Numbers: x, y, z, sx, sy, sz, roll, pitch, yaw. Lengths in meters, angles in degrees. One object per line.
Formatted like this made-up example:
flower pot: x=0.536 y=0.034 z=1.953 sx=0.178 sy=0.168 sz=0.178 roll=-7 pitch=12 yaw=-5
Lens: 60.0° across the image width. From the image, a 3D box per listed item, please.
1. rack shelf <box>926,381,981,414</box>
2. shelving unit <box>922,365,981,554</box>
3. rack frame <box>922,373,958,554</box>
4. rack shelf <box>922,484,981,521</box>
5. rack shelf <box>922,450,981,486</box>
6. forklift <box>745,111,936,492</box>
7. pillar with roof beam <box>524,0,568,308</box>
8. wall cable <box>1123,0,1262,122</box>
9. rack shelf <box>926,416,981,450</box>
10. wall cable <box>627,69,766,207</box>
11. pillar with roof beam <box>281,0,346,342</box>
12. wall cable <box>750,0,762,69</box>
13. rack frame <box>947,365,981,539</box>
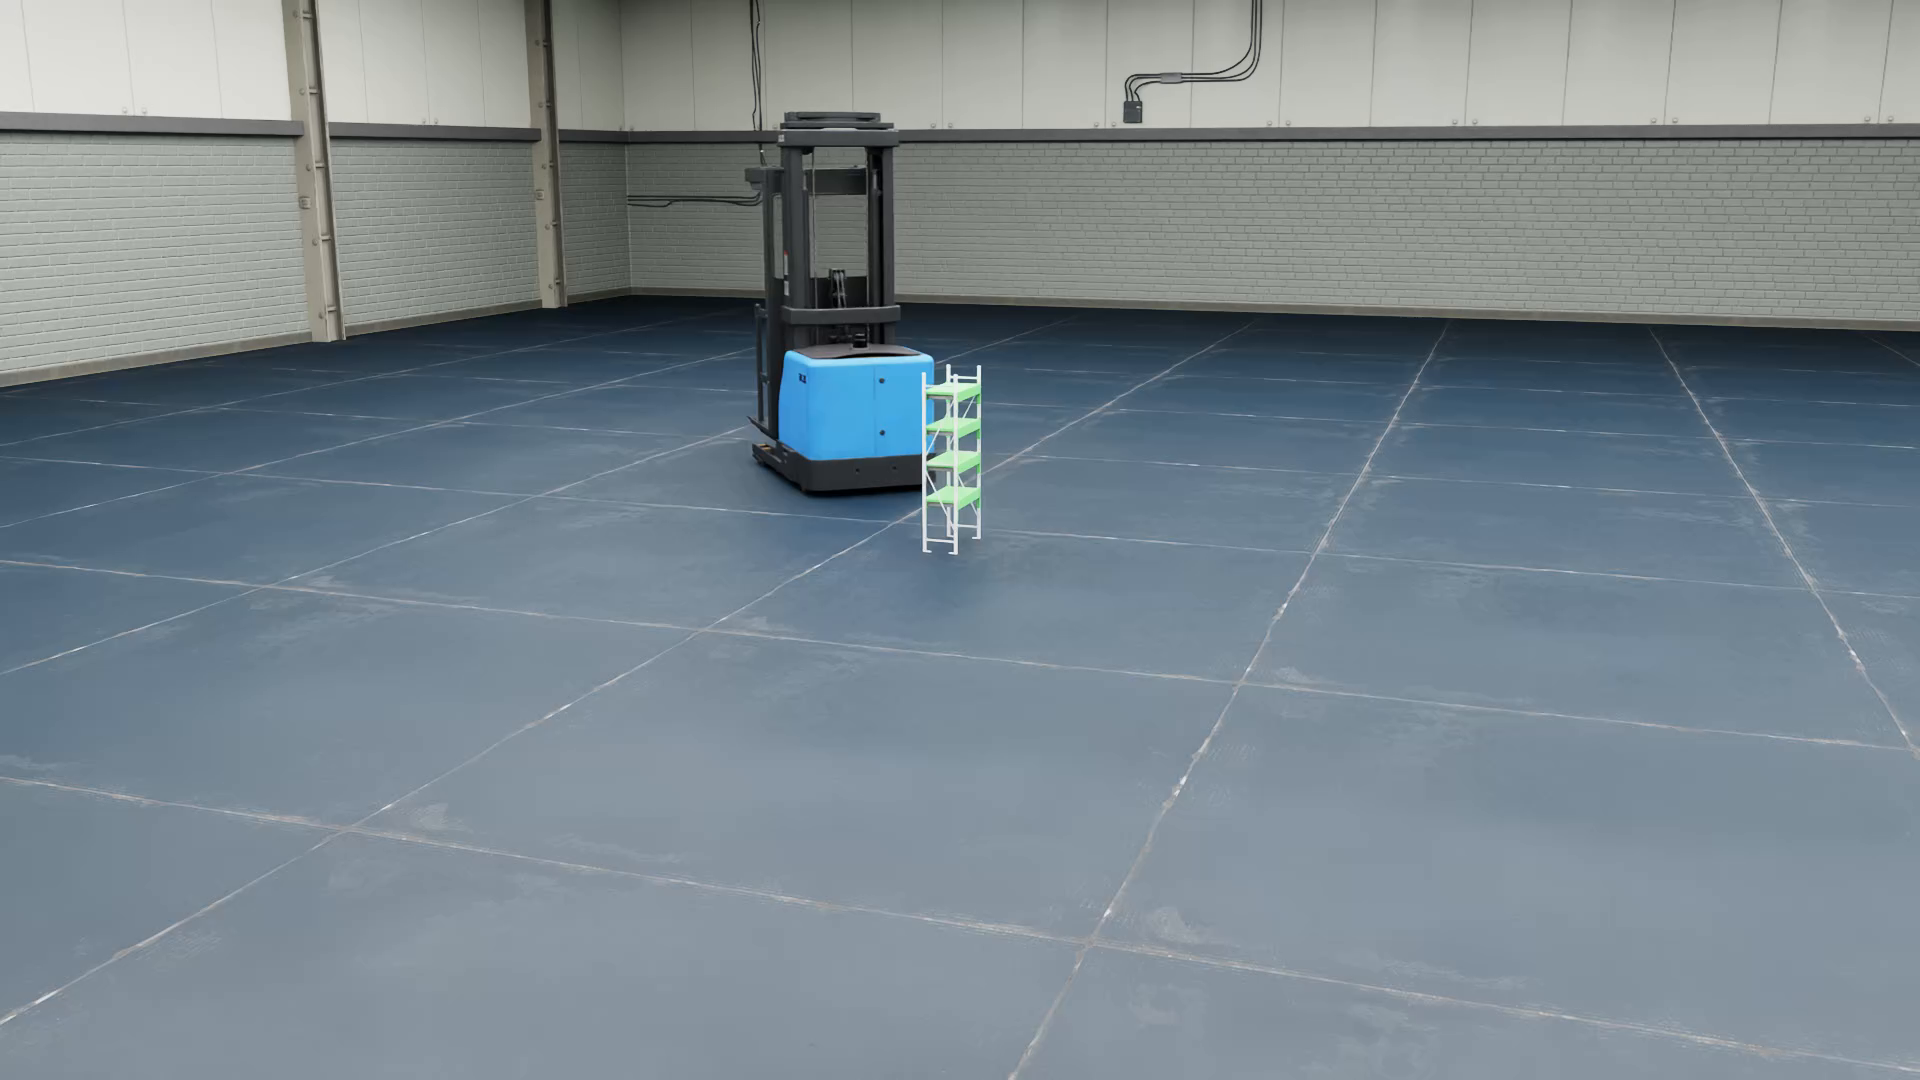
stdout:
rack shelf: x=-0.054 y=-0.956 z=11.109 sx=0.258 sy=0.148 sz=0.480 roll=4 pitch=14 yaw=18
shelving unit: x=-0.054 y=-0.550 z=11.202 sx=0.258 sy=1.200 sz=0.503 roll=4 pitch=14 yaw=18
rack frame: x=-0.133 y=-0.499 z=10.977 sx=0.240 sy=1.200 sz=0.015 roll=4 pitch=14 yaw=18
rack shelf: x=-0.054 y=-0.254 z=11.269 sx=0.258 sy=0.148 sz=0.480 roll=4 pitch=14 yaw=18
rack shelf: x=-0.054 y=-0.488 z=11.216 sx=0.258 sy=0.148 sz=0.480 roll=4 pitch=14 yaw=18
forklift: x=-1.162 y=-2.086 z=14.039 sx=1.130 sy=2.935 sz=3.031 roll=-5 pitch=14 yaw=-19
pillar with roof beam: x=-3.190 y=-8.250 z=27.409 sx=9.100 sy=9.000 sz=0.400 roll=4 pitch=14 yaw=18
wall cable: x=3.918 y=-10.056 z=27.680 sx=2.305 sy=6.003 sz=0.169 roll=4 pitch=14 yaw=18
rack shelf: x=-0.054 y=-0.722 z=11.163 sx=0.258 sy=0.148 sz=0.480 roll=4 pitch=14 yaw=18
wall cable: x=-5.059 y=-7.571 z=31.413 sx=3.097 sy=2.526 sz=0.112 roll=4 pitch=14 yaw=18
pillar with roof beam: x=-5.131 y=-6.986 z=21.874 sx=9.100 sy=9.000 sz=0.400 roll=4 pitch=14 yaw=18
wall cable: x=-2.499 y=-9.838 z=29.997 sx=3.097 sy=2.526 sz=0.112 roll=4 pitch=14 yaw=18
rack frame: x=0.025 y=-0.601 z=11.427 sx=0.240 sy=1.200 sz=0.015 roll=4 pitch=14 yaw=18
